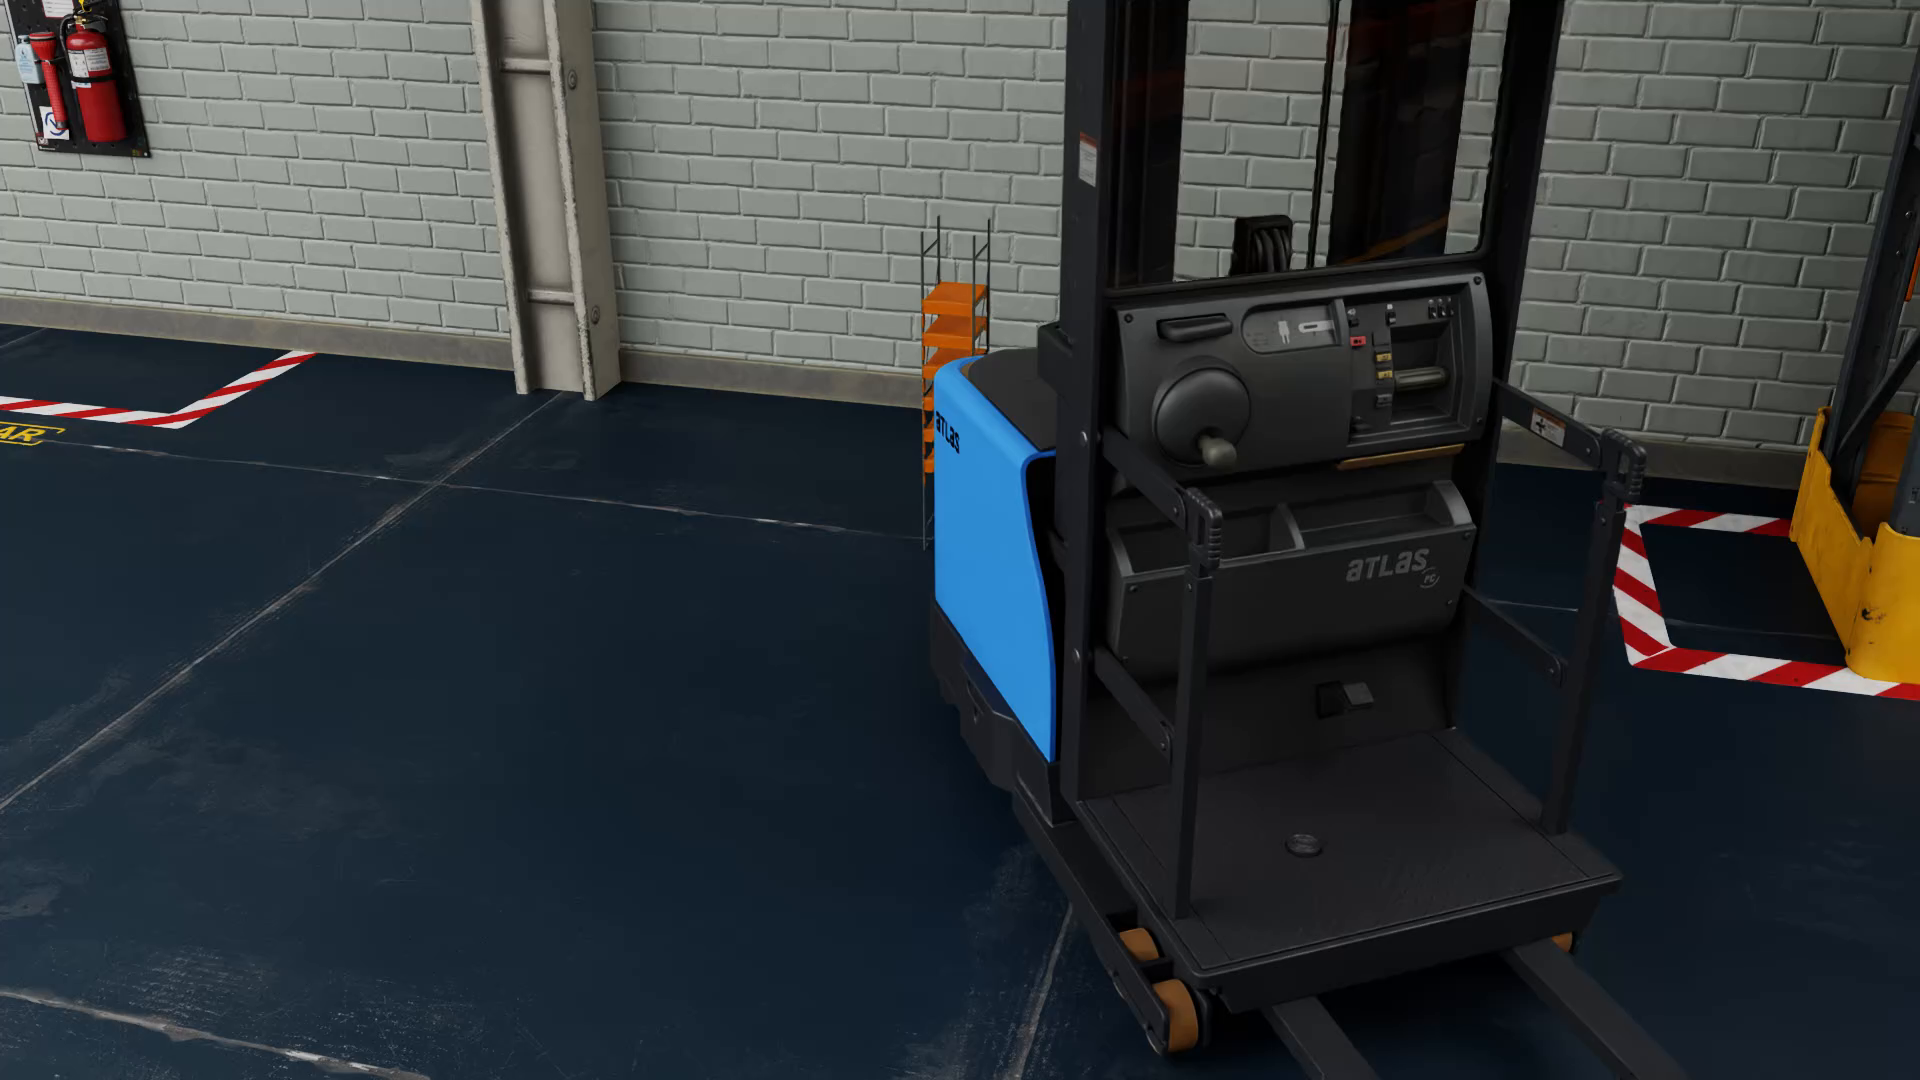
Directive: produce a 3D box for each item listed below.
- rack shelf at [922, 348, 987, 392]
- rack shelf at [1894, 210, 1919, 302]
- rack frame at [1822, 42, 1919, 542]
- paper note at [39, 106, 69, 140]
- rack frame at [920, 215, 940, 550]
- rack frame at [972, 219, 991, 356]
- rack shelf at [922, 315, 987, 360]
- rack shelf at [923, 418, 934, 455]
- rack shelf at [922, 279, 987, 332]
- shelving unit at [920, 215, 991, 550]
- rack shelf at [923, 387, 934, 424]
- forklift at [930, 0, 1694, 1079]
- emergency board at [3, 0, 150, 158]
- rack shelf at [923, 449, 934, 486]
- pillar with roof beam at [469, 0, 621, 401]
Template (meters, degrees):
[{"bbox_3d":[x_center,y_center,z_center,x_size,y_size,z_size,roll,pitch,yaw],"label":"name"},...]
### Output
[{"bbox_3d":[-0.014,-0.612,5.963,0.180,0.103,0.258,6,26,13],"label":"rack shelf"},{"bbox_3d":[5.037,-0.608,4.875,4.000,0.370,1.077,6,26,13],"label":"rack shelf"},{"bbox_3d":[3.100,-1.147,5.170,0.127,3.000,1.000,6,26,13],"label":"rack frame"},{"bbox_3d":[-4.356,-2.005,7.997,0.142,0.148,0.016,6,26,13],"label":"paper note"},{"bbox_3d":[-0.103,-0.553,6.016,0.006,1.200,0.240,6,26,13],"label":"rack frame"},{"bbox_3d":[0.075,-0.533,5.975,0.006,1.200,0.240,6,26,13],"label":"rack frame"},{"bbox_3d":[-0.014,-0.720,5.911,0.180,0.103,0.258,6,26,13],"label":"rack shelf"},{"bbox_3d":[-0.014,-0.395,6.066,0.180,0.103,0.258,6,26,13],"label":"rack shelf"},{"bbox_3d":[-0.014,-0.828,5.860,0.180,0.103,0.258,6,26,13],"label":"rack shelf"},{"bbox_3d":[-0.014,-0.543,5.995,0.189,1.200,0.258,6,26,13],"label":"shelving unit"},{"bbox_3d":[-0.014,-0.503,6.014,0.180,0.103,0.258,6,26,13],"label":"rack shelf"},{"bbox_3d":[0.860,-0.350,3.575,1.130,2.935,3.031,-8,27,-17],"label":"forklift"},{"bbox_3d":[-4.202,-2.355,7.707,0.643,1.169,0.194,6,26,13],"label":"emergency board"},{"bbox_3d":[-0.014,-0.286,6.118,0.180,0.103,0.258,6,26,13],"label":"rack shelf"},{"bbox_3d":[-2.890,-2.991,2.064,0.400,9.000,9.100,6,26,13],"label":"pillar with roof beam"}]
